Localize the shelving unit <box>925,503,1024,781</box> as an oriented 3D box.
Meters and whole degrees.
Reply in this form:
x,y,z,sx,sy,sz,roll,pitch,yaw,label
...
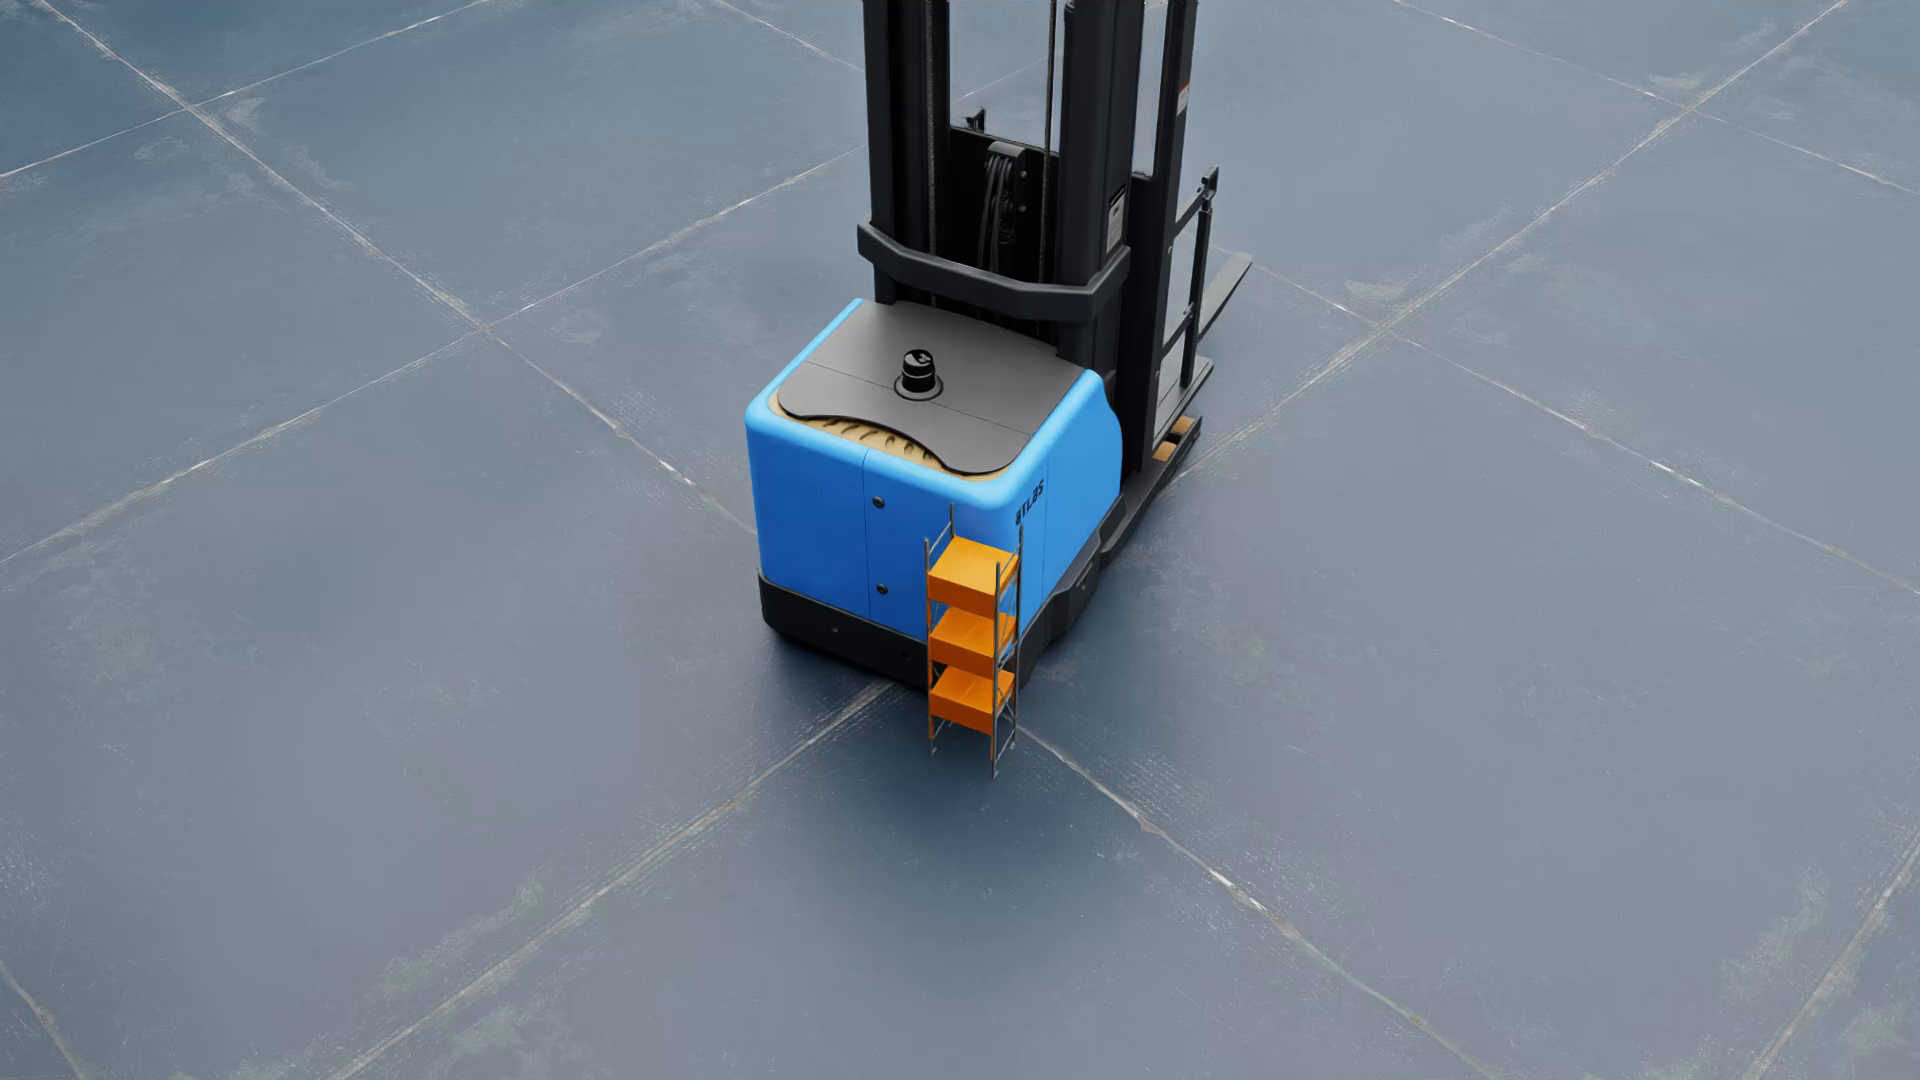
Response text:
x,y,z,sx,sy,sz,roll,pitch,yaw,label
0.045,0.362,5.584,0.252,1.050,0.215,18,46,18,shelving unit

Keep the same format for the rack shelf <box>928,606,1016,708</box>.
x,y,z,sx,sy,sz,roll,pitch,yaw,label
0.045,0.370,5.592,0.240,0.259,0.215,18,46,18,rack shelf

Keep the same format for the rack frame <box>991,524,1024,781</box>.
x,y,z,sx,sy,sz,roll,pitch,yaw,label
0.156,0.397,5.547,0.008,1.050,0.200,18,46,18,rack frame

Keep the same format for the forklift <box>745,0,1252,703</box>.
x,y,z,sx,sy,sz,roll,pitch,yaw,label
0.381,-1.460,6.171,1.130,2.935,3.031,20,46,20,forklift

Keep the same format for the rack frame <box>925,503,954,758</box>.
x,y,z,sx,sy,sz,roll,pitch,yaw,label
-0.065,0.327,5.622,0.008,1.050,0.200,18,46,18,rack frame

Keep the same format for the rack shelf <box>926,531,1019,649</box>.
x,y,z,sx,sy,sz,roll,pitch,yaw,label
0.045,0.162,5.399,0.240,0.259,0.215,18,46,18,rack shelf

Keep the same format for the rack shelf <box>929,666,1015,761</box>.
x,y,z,sx,sy,sz,roll,pitch,yaw,label
0.045,0.574,5.780,0.240,0.259,0.215,18,46,18,rack shelf
